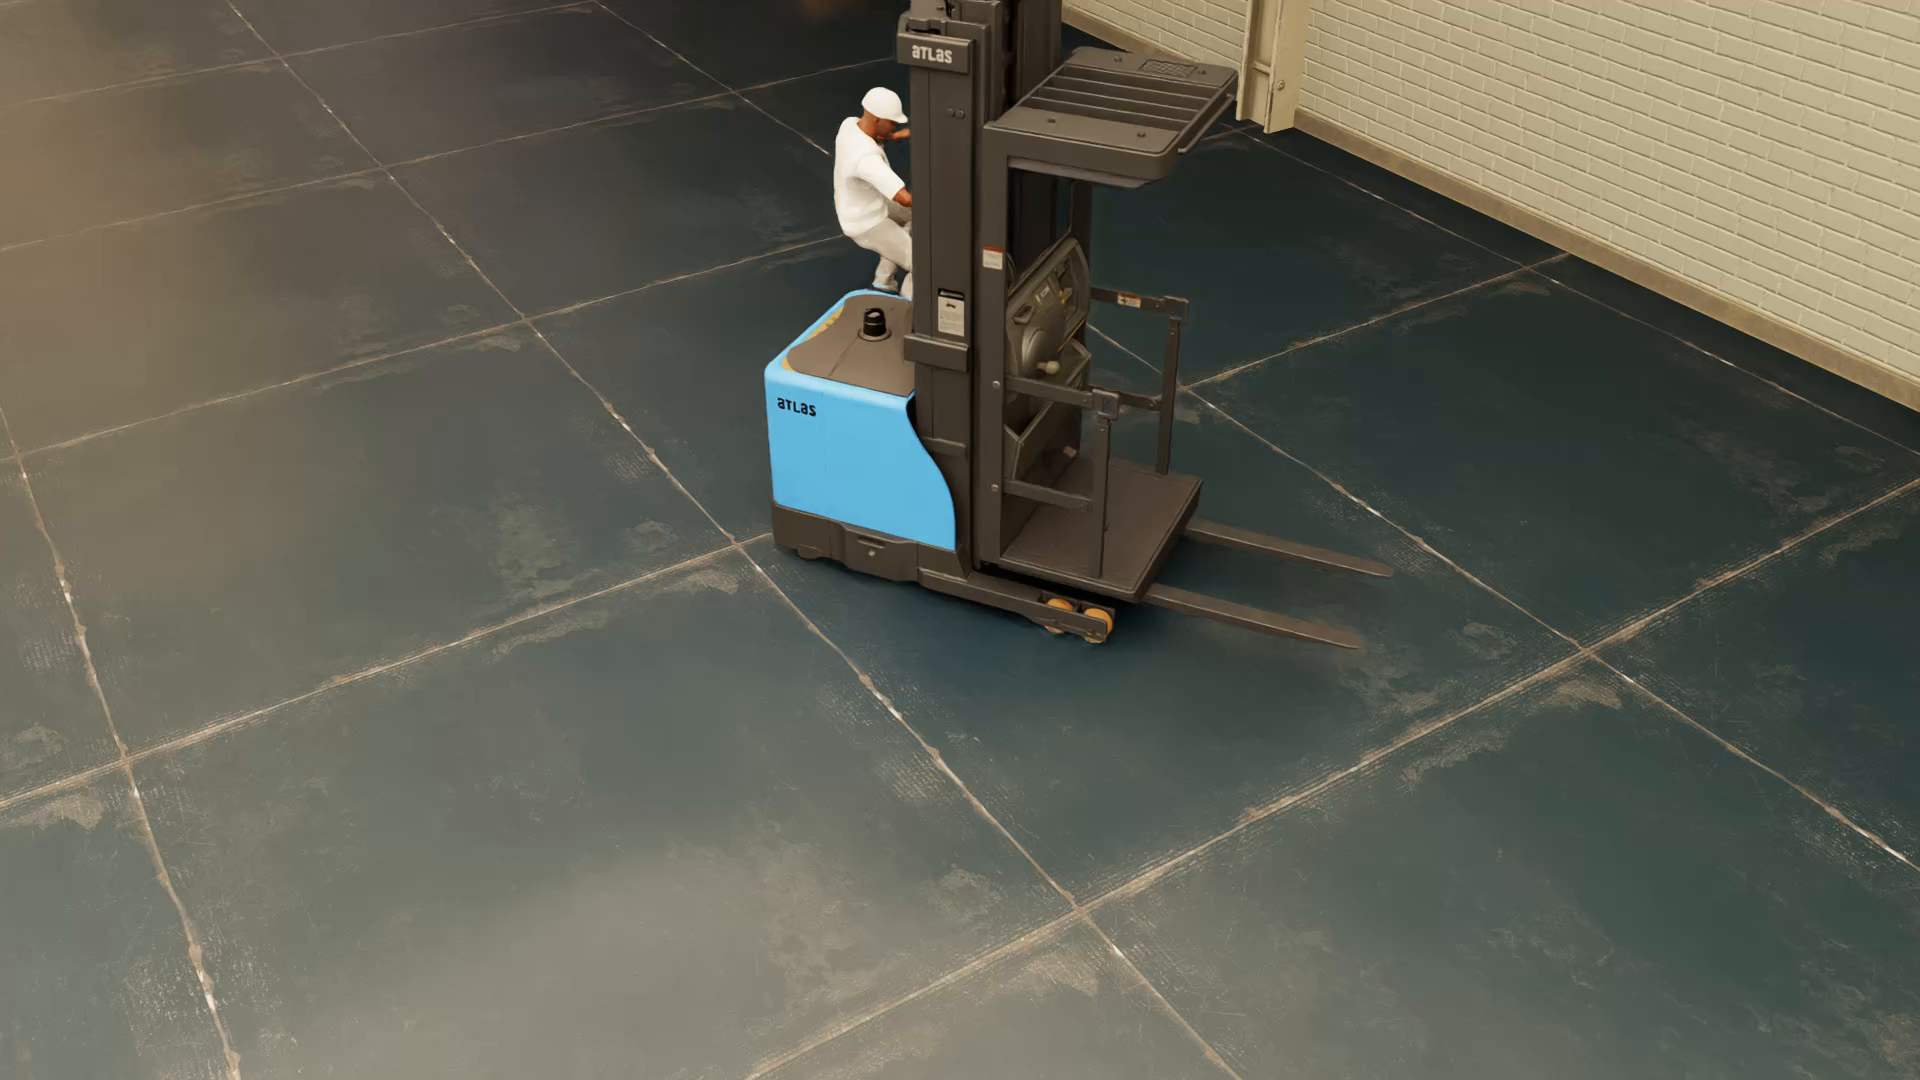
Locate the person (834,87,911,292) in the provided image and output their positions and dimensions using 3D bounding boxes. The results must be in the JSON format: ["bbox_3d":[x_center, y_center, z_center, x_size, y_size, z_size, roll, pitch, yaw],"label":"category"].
[{"bbox_3d":[-0.386,-2.095,10.336,0.780,1.550,1.019,-7,36,-9],"label":"person"}]

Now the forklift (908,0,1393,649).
[{"bbox_3d":[0.593,-1.051,7.643,3.031,2.935,1.121,14,38,20],"label":"forklift"}]
